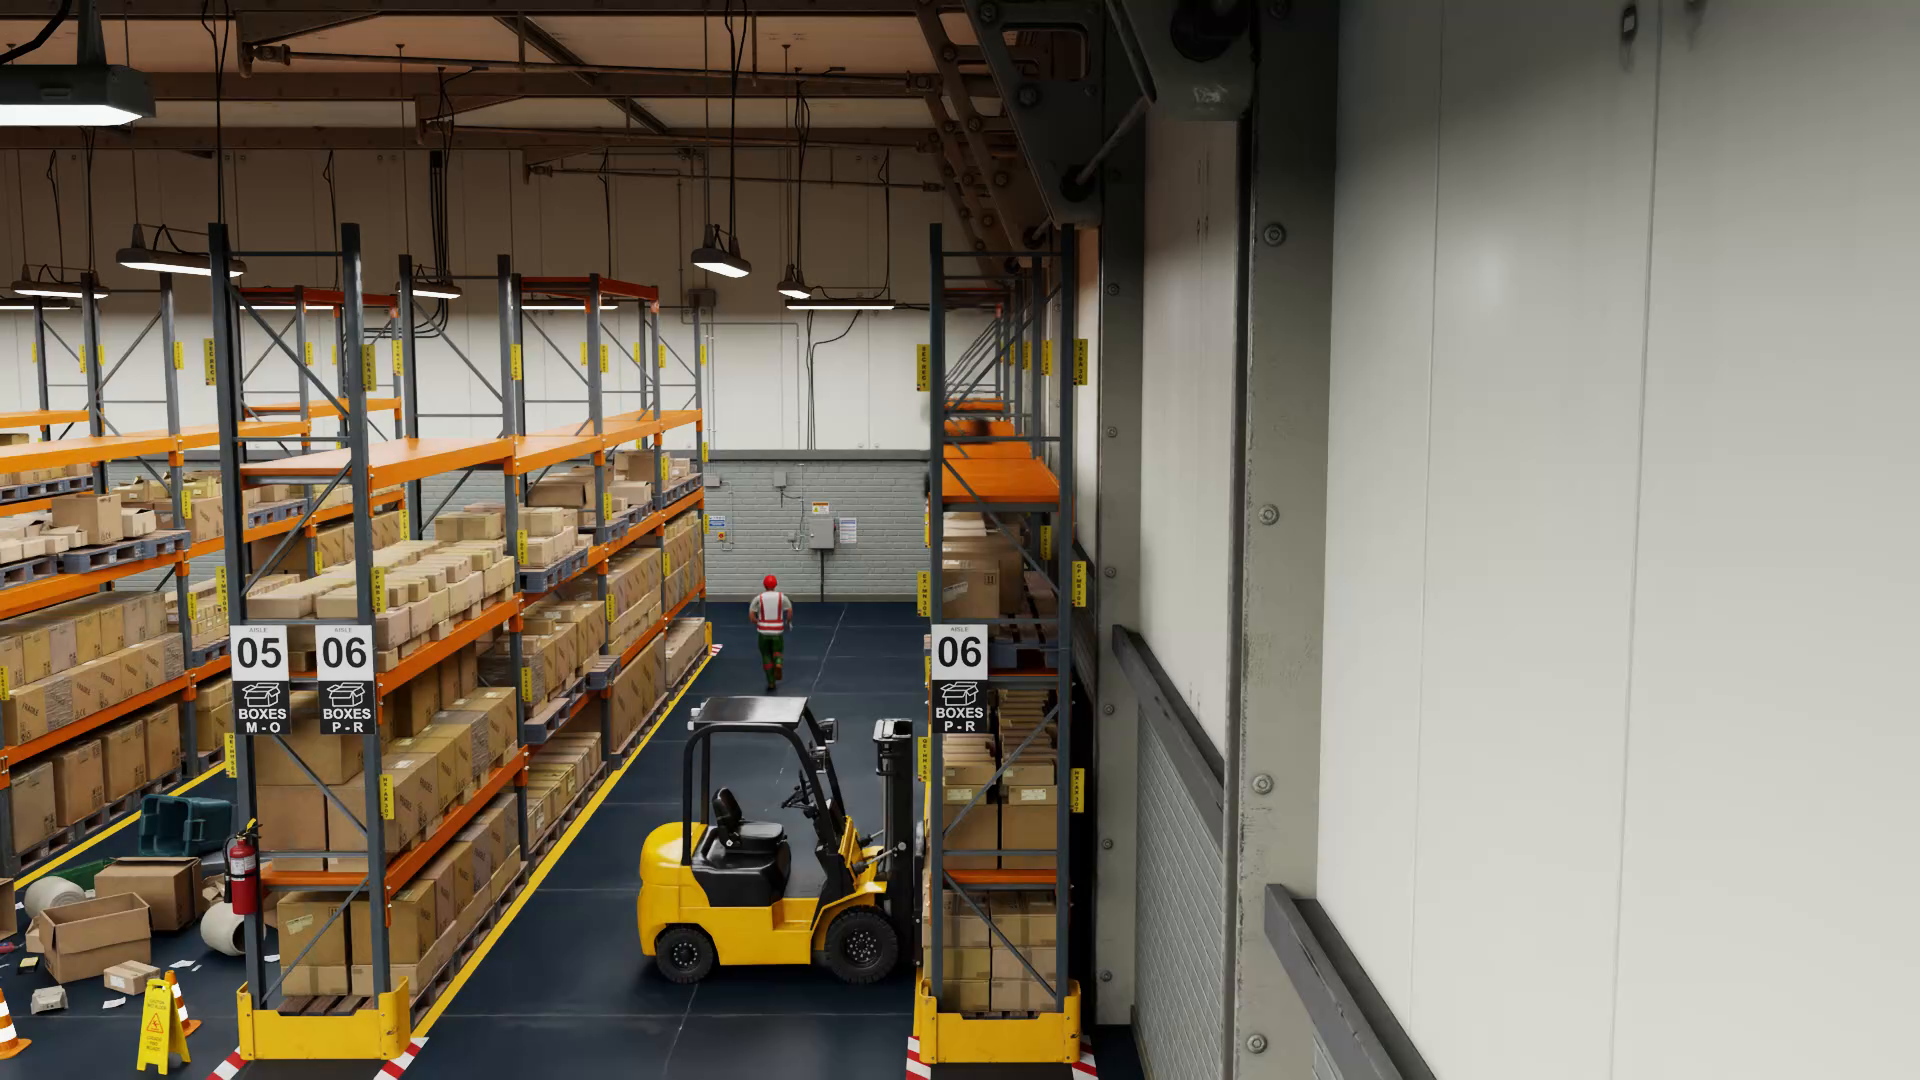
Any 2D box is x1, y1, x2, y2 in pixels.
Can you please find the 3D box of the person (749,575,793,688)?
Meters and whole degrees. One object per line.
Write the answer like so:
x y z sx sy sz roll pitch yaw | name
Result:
-2.855 1.390 25.109 0.671 1.748 0.596 -1 7 -10 | person
